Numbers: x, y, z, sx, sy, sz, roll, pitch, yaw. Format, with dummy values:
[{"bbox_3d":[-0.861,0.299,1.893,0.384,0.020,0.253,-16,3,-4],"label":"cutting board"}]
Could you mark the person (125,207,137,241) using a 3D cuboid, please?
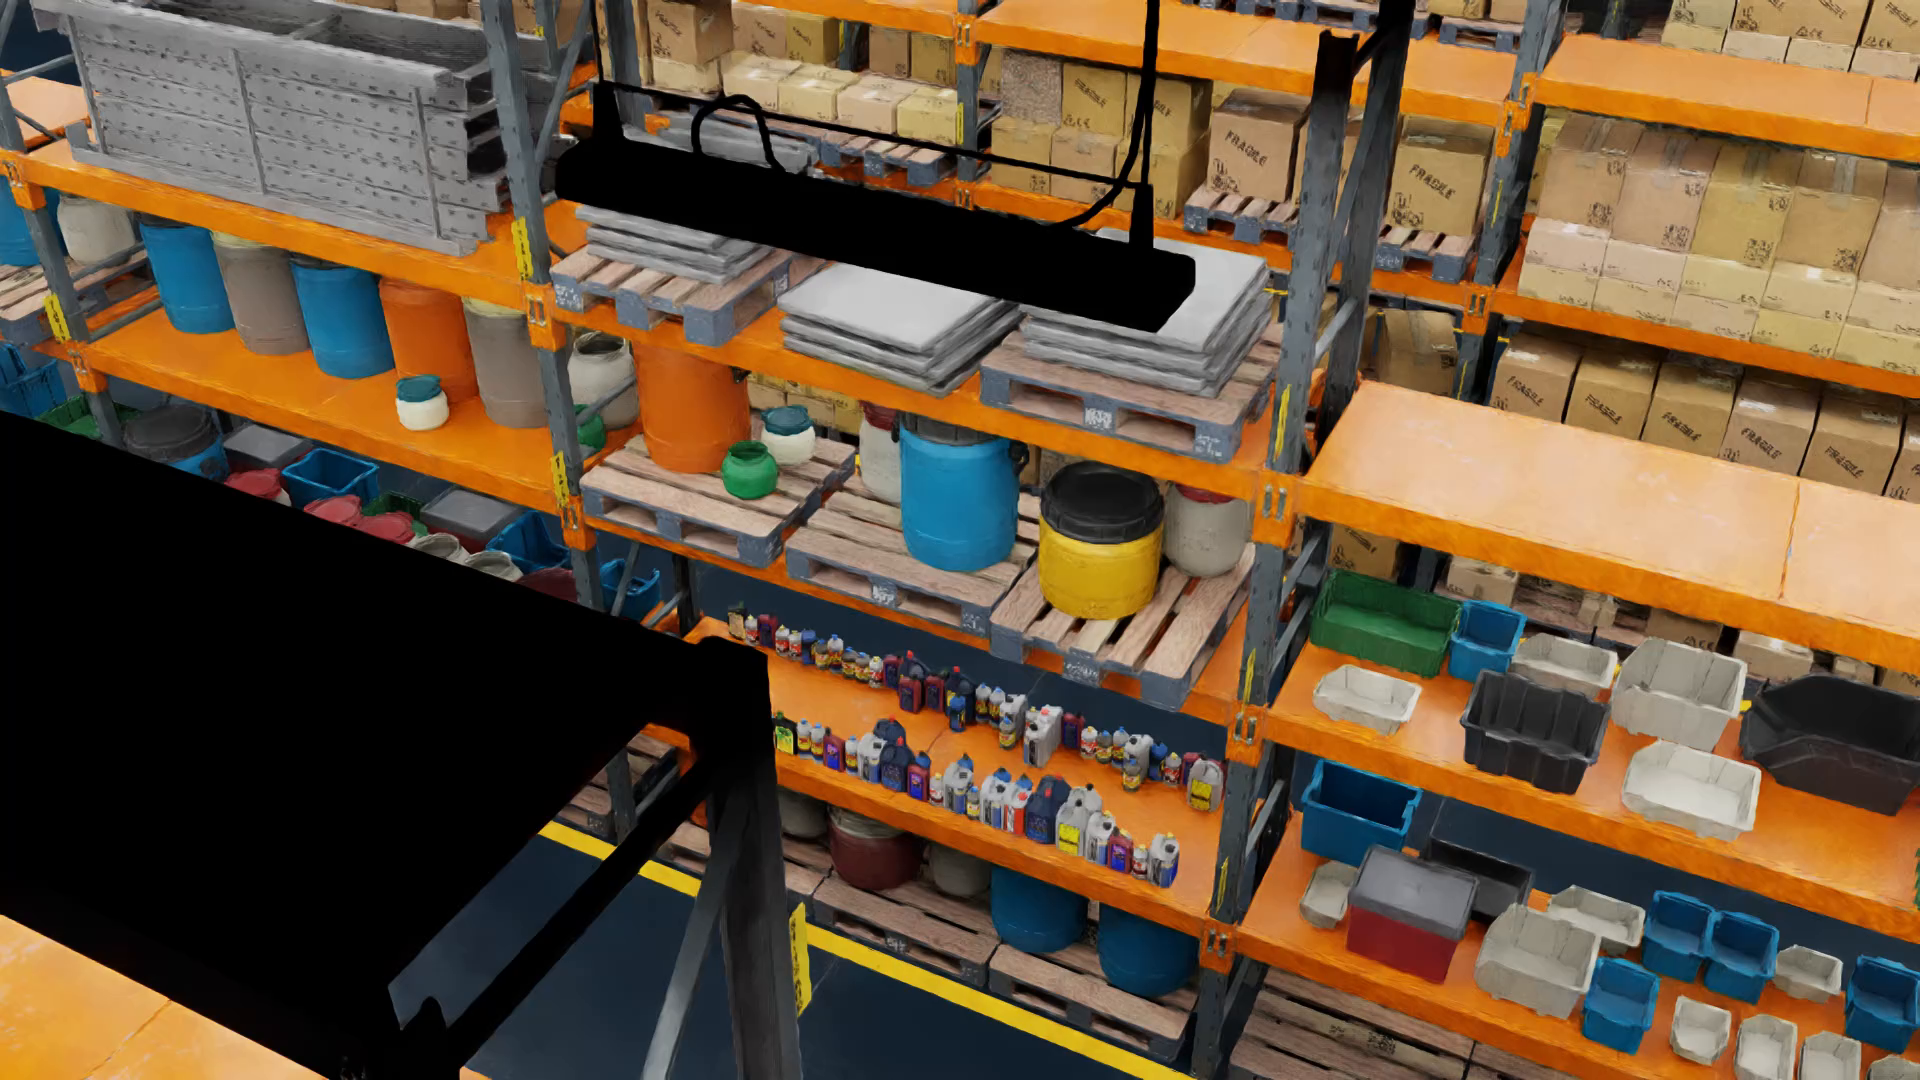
[{"bbox_3d":[-8.893,-3.494,17.419,0.991,1.618,0.443,23,41,29],"label":"person"}]
